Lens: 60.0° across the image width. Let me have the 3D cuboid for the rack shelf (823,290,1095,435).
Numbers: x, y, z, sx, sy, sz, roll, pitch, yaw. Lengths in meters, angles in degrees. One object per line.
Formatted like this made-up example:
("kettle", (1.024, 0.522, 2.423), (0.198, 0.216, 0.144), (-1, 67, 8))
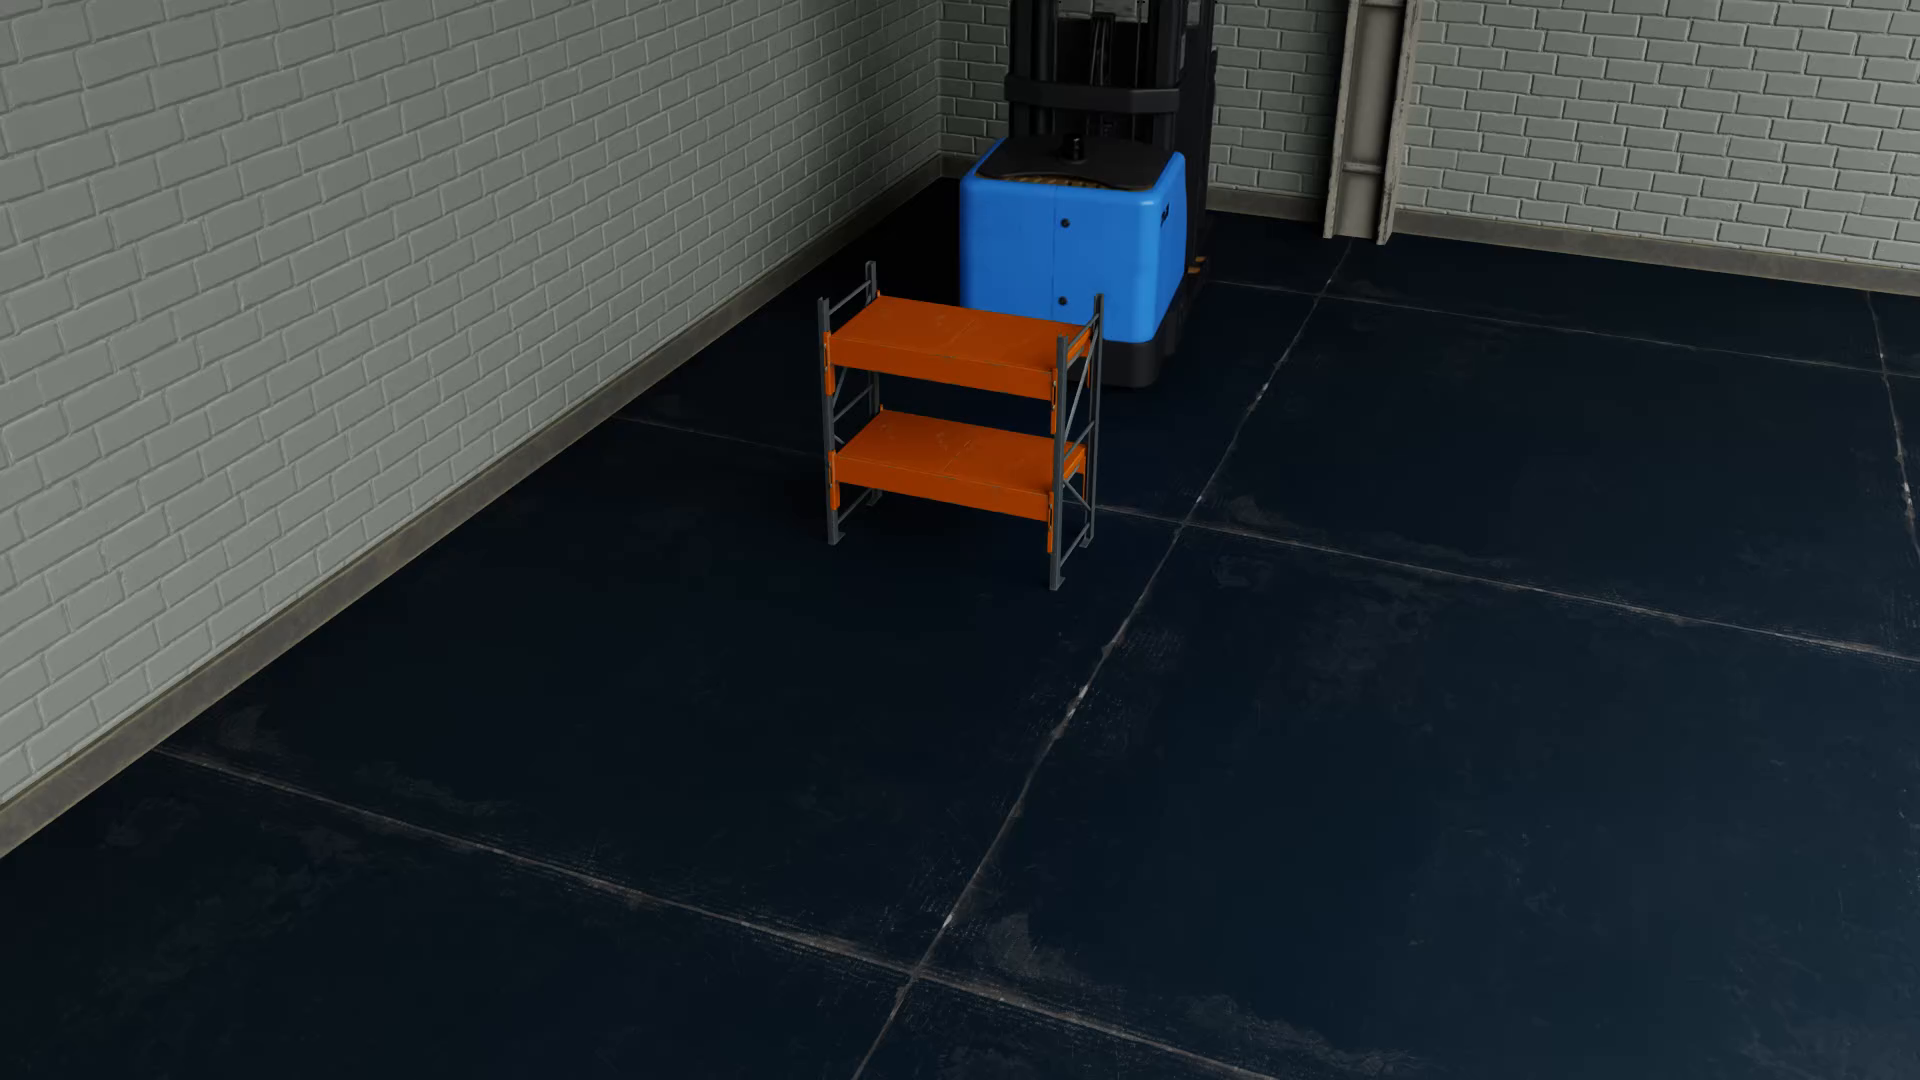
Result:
("rack shelf", (0.006, -0.743, 6.827), (1.000, 0.278, 0.538), (11, 31, 19))

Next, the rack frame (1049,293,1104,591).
("rack frame", (0.477, -0.394, 6.805), (0.032, 1.125, 0.500), (11, 31, 19))

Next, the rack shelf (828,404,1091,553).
("rack shelf", (0.006, -0.276, 7.091), (1.000, 0.278, 0.538), (11, 31, 19))

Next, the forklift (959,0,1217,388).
("forklift", (0.874, -2.764, 9.161), (1.130, 2.935, 3.031), (8, 30, 14))

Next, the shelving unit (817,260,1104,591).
("shelving unit", (0.006, -0.488, 6.971), (1.048, 1.125, 0.538), (11, 31, 19))

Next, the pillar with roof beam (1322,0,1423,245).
("pillar with roof beam", (0.952, -3.935, 5.067), (0.400, 9.000, 9.100), (11, 31, 19))

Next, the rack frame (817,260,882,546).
("rack frame", (-0.465, -0.582, 7.137), (0.032, 1.125, 0.500), (11, 31, 19))
